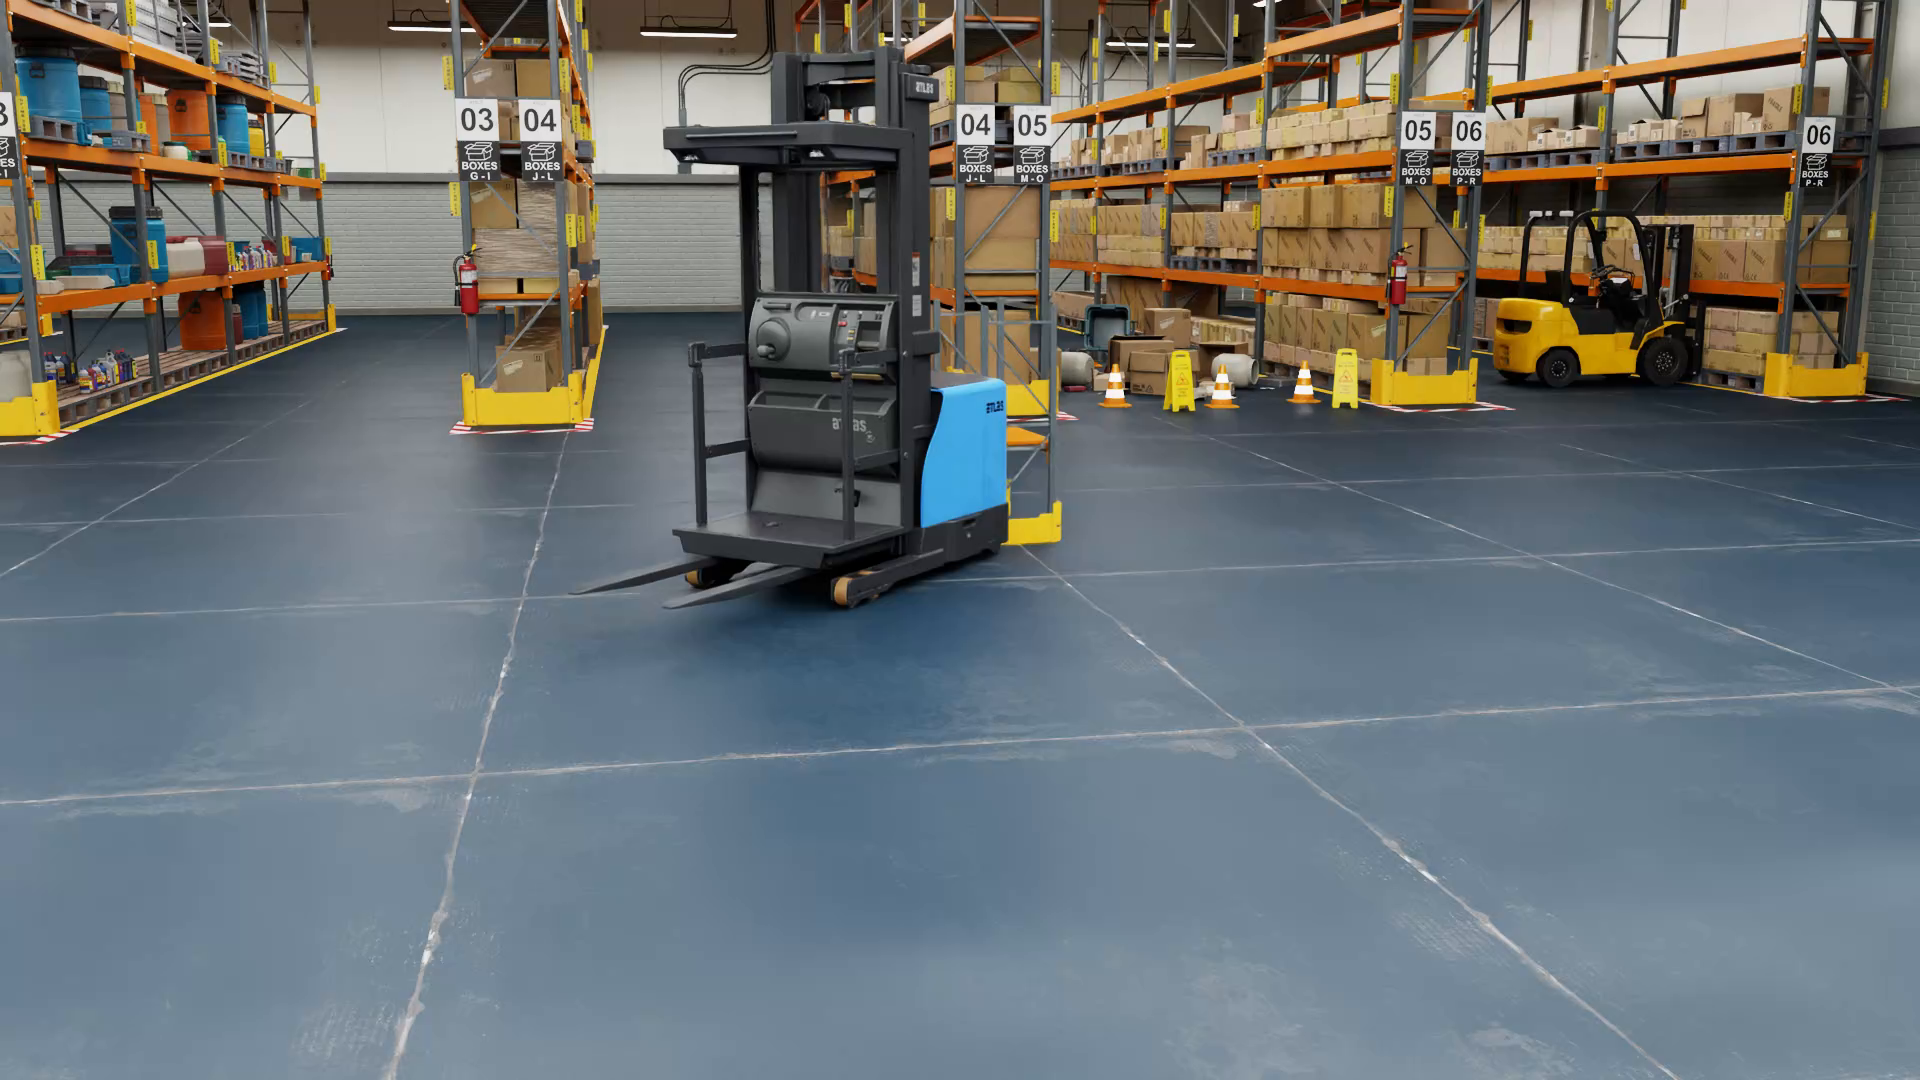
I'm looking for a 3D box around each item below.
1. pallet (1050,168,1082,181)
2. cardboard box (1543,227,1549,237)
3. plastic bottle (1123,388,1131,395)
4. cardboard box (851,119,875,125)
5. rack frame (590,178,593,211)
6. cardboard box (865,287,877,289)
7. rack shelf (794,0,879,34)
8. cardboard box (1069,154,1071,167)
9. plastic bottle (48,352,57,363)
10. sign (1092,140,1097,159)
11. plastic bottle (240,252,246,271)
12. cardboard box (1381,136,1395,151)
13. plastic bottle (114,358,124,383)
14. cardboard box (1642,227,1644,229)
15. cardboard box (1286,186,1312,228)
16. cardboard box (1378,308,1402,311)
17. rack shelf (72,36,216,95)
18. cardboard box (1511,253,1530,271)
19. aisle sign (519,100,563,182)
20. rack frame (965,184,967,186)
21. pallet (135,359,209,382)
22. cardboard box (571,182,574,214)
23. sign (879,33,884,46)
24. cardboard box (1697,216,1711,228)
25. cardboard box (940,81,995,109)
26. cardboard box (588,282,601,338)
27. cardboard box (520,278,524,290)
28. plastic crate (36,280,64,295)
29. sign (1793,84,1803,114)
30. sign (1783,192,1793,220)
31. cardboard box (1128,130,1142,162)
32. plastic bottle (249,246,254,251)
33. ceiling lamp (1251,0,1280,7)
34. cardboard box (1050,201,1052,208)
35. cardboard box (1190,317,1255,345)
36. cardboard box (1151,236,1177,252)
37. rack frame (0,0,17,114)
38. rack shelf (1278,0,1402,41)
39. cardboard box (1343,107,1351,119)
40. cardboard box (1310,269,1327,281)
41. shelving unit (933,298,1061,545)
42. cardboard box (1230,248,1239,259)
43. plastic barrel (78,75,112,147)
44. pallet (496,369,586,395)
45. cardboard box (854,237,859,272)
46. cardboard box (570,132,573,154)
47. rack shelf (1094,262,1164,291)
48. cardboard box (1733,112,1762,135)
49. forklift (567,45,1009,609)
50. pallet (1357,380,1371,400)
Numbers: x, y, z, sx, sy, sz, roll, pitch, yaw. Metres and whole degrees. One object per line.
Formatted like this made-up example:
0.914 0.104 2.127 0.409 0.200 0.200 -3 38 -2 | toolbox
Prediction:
2.322 -7.253 32.993 1.003 0.211 1.213 -2 11 -11 | pallet
8.850 -4.548 24.567 0.380 0.149 0.250 -2 11 -12 | cardboard box
1.912 -1.786 19.915 0.133 0.061 0.283 -6 13 -31 | plastic bottle
-1.446 -6.256 25.205 0.396 0.266 0.258 -2 11 -11 | cardboard box
-7.554 -5.598 32.085 1.000 3.000 0.127 -2 11 -11 | rack frame
-1.294 -4.054 27.531 0.500 0.250 0.500 -3 11 -14 | cardboard box
-2.280 -9.619 30.204 1.077 0.370 4.000 -2 11 -11 | rack shelf
2.409 -7.367 32.206 0.500 0.311 0.500 -2 11 -10 | cardboard box
-10.328 -1.969 18.925 0.144 0.351 0.185 -2 11 -9 | plastic bottle
2.401 -6.971 29.680 0.100 0.325 0.005 -2 11 -11 | sign
-10.803 -4.198 25.042 0.061 0.283 0.133 -2 11 -11 | plastic bottle
4.935 -4.429 18.594 0.380 0.149 0.250 -2 11 -11 | cardboard box
-9.560 -1.927 18.889 0.061 0.283 0.133 -1 11 -7 | plastic bottle
9.278 -4.096 22.193 0.380 0.149 0.250 -2 11 -10 | cardboard box
4.523 -4.168 20.834 0.700 0.500 0.500 -2 11 -12 | cardboard box
5.193 -2.598 20.549 0.500 0.500 0.500 -2 11 -10 | cardboard box
-10.467 -5.981 21.046 1.077 0.370 4.000 -2 11 -11 | rack shelf
8.737 -4.226 25.280 0.500 0.250 0.500 -2 11 -9 | cardboard box
-4.135 -3.940 16.422 0.394 0.787 0.004 -2 11 -11 | aisle sign
-0.335 -3.559 21.372 1.000 3.000 0.127 -2 11 -11 | rack frame
-10.510 -2.214 21.763 1.003 0.211 1.213 -2 11 -11 | pallet
-4.470 -3.644 18.083 0.500 0.500 0.500 -2 11 -11 | cardboard box
-1.348 -8.531 28.529 0.100 0.325 0.005 -2 11 -11 | sign
9.524 -4.007 20.930 0.380 0.149 0.250 -2 11 -10 | cardboard box
0.074 -4.706 17.593 0.500 0.250 0.500 -2 11 -10 | cardboard box
-6.277 -3.584 26.065 1.225 0.875 0.875 -2 11 -11 | cardboard box
-4.888 -2.768 17.891 0.380 0.149 0.250 -2 11 -11 | cardboard box
-9.159 -2.530 16.669 0.298 0.136 0.250 -2 11 -11 | plastic crate
9.612 -5.057 19.066 0.100 0.325 0.005 -2 11 -11 | sign
9.612 -3.873 19.292 0.100 0.325 0.005 -2 11 -11 | sign
3.096 -6.533 27.583 0.500 0.500 0.500 -2 11 -10 | cardboard box
-11.276 -4.498 26.438 0.144 0.351 0.185 -2 11 -11 | plastic bottle
5.820 -10.987 28.742 0.800 3.185 2.000 -2 11 -11 | ceiling lamp
1.965 -6.742 33.420 0.380 0.149 0.250 -2 11 -10 | cardboard box
3.975 -3.167 25.220 0.950 0.372 0.625 -2 11 -12 | cardboard box
3.380 -4.743 26.655 0.500 0.250 0.500 -2 11 -11 | cardboard box
-9.300 -5.430 15.160 1.000 3.000 0.127 -2 11 -11 | rack frame
7.424 -9.999 32.199 1.077 0.370 4.000 -2 11 -11 | rack shelf
4.779 -5.054 19.745 0.380 0.149 0.250 -2 11 -13 | cardboard box
4.564 -3.284 20.602 0.380 0.149 0.250 -2 11 -11 | cardboard box
0.211 -0.809 10.938 0.587 1.500 1.083 -3 11 -17 | shelving unit
4.011 -4.020 23.341 0.380 0.149 0.250 -2 11 -12 | cardboard box
-10.390 -5.022 19.697 0.600 0.901 0.708 -2 11 -11 | plastic barrel
-5.054 -1.905 20.142 1.003 0.211 1.213 -2 11 -11 | pallet
-1.290 -4.249 24.733 0.500 0.500 0.500 -2 11 -10 | cardboard box
-4.784 -4.627 19.361 0.500 0.250 0.500 -2 11 -10 | cardboard box
3.334 -4.504 28.264 1.077 0.370 4.000 -2 11 -11 | rack shelf
9.639 -5.055 20.181 0.396 0.266 0.258 -2 11 -11 | cardboard box
-0.880 -1.178 9.044 1.130 2.935 3.031 6 12 30 | forklift
5.141 -1.818 19.684 1.003 0.211 1.213 -2 11 -11 | pallet
